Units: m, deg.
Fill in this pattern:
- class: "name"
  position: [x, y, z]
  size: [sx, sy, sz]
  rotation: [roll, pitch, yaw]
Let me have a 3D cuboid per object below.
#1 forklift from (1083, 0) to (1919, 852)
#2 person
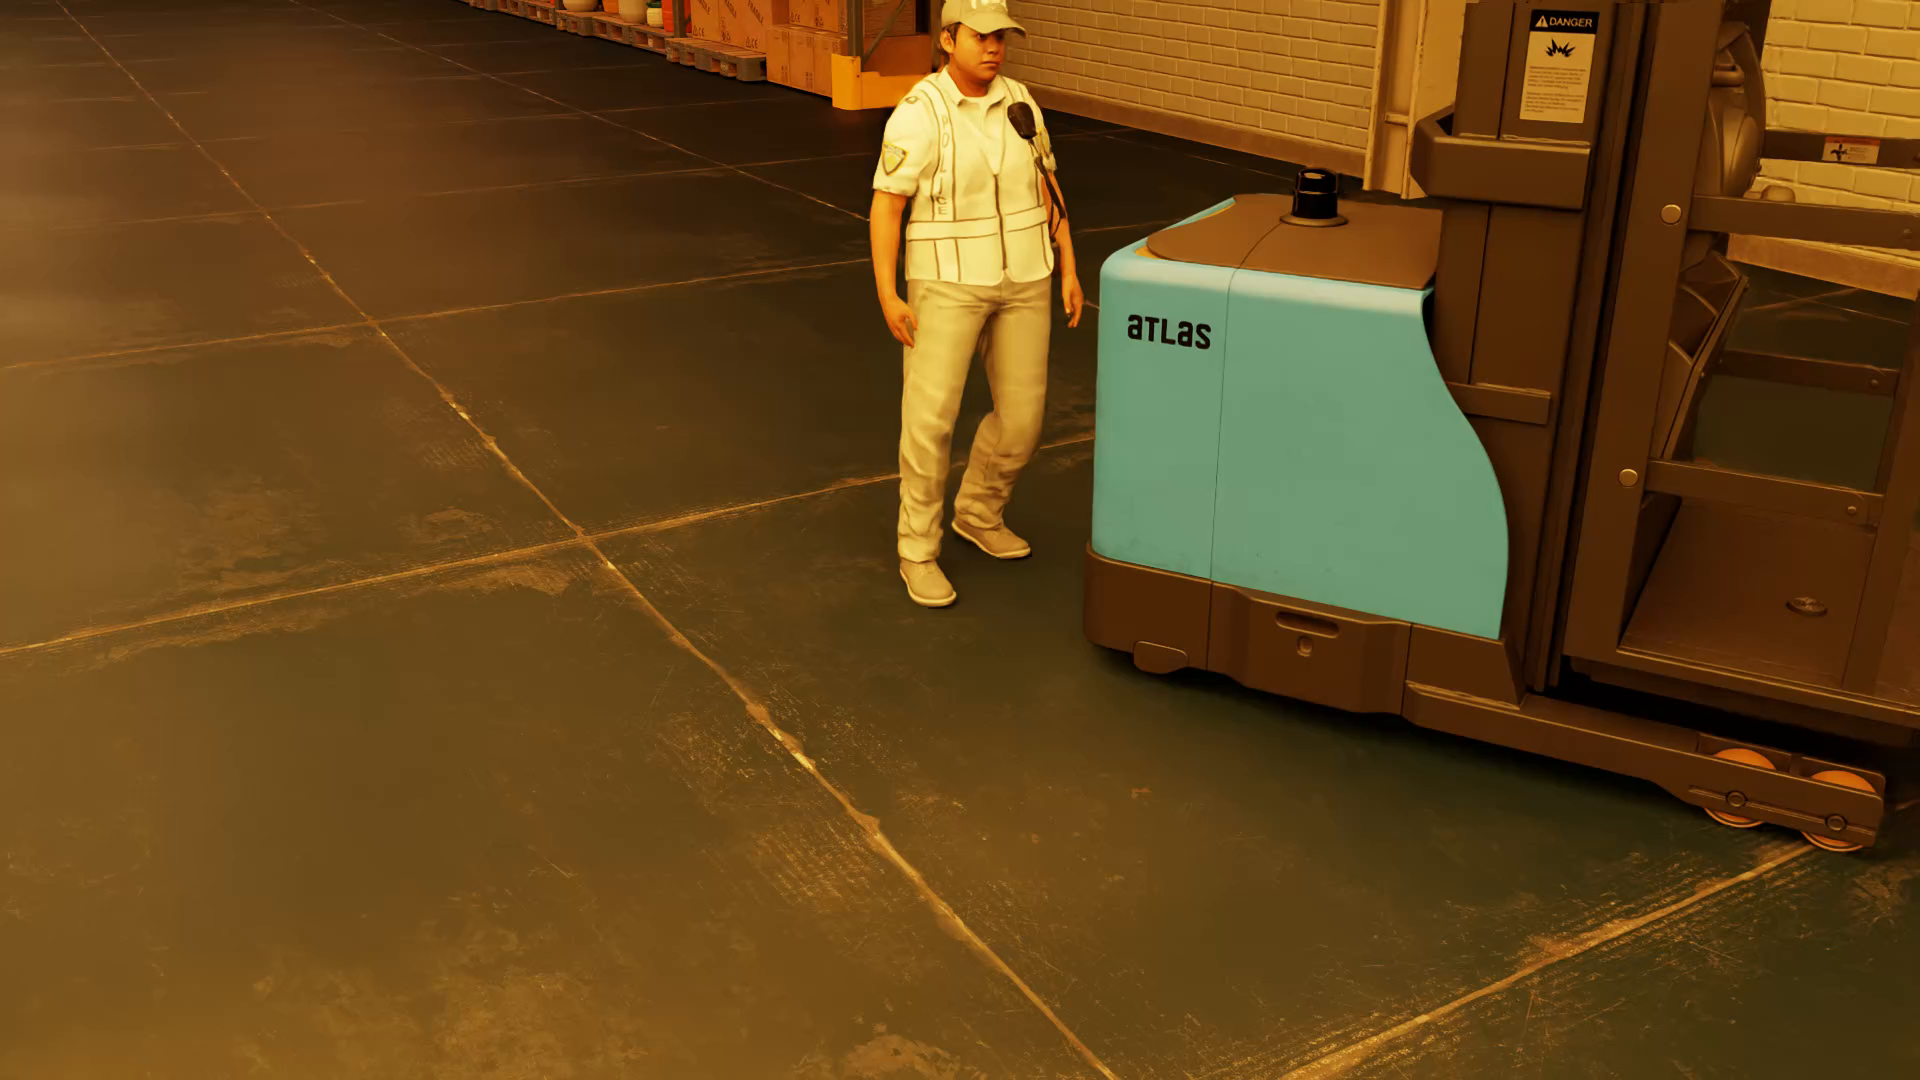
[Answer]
- class: "forklift"
  position: [1.862, -0.926, 3.531]
  size: [3.031, 2.935, 1.130]
  rotation: [12, 25, 27]
- class: "person"
  position: [0.073, -0.683, 4.672]
  size: [0.614, 1.654, 0.540]
  rotation: [-10, 24, -22]
